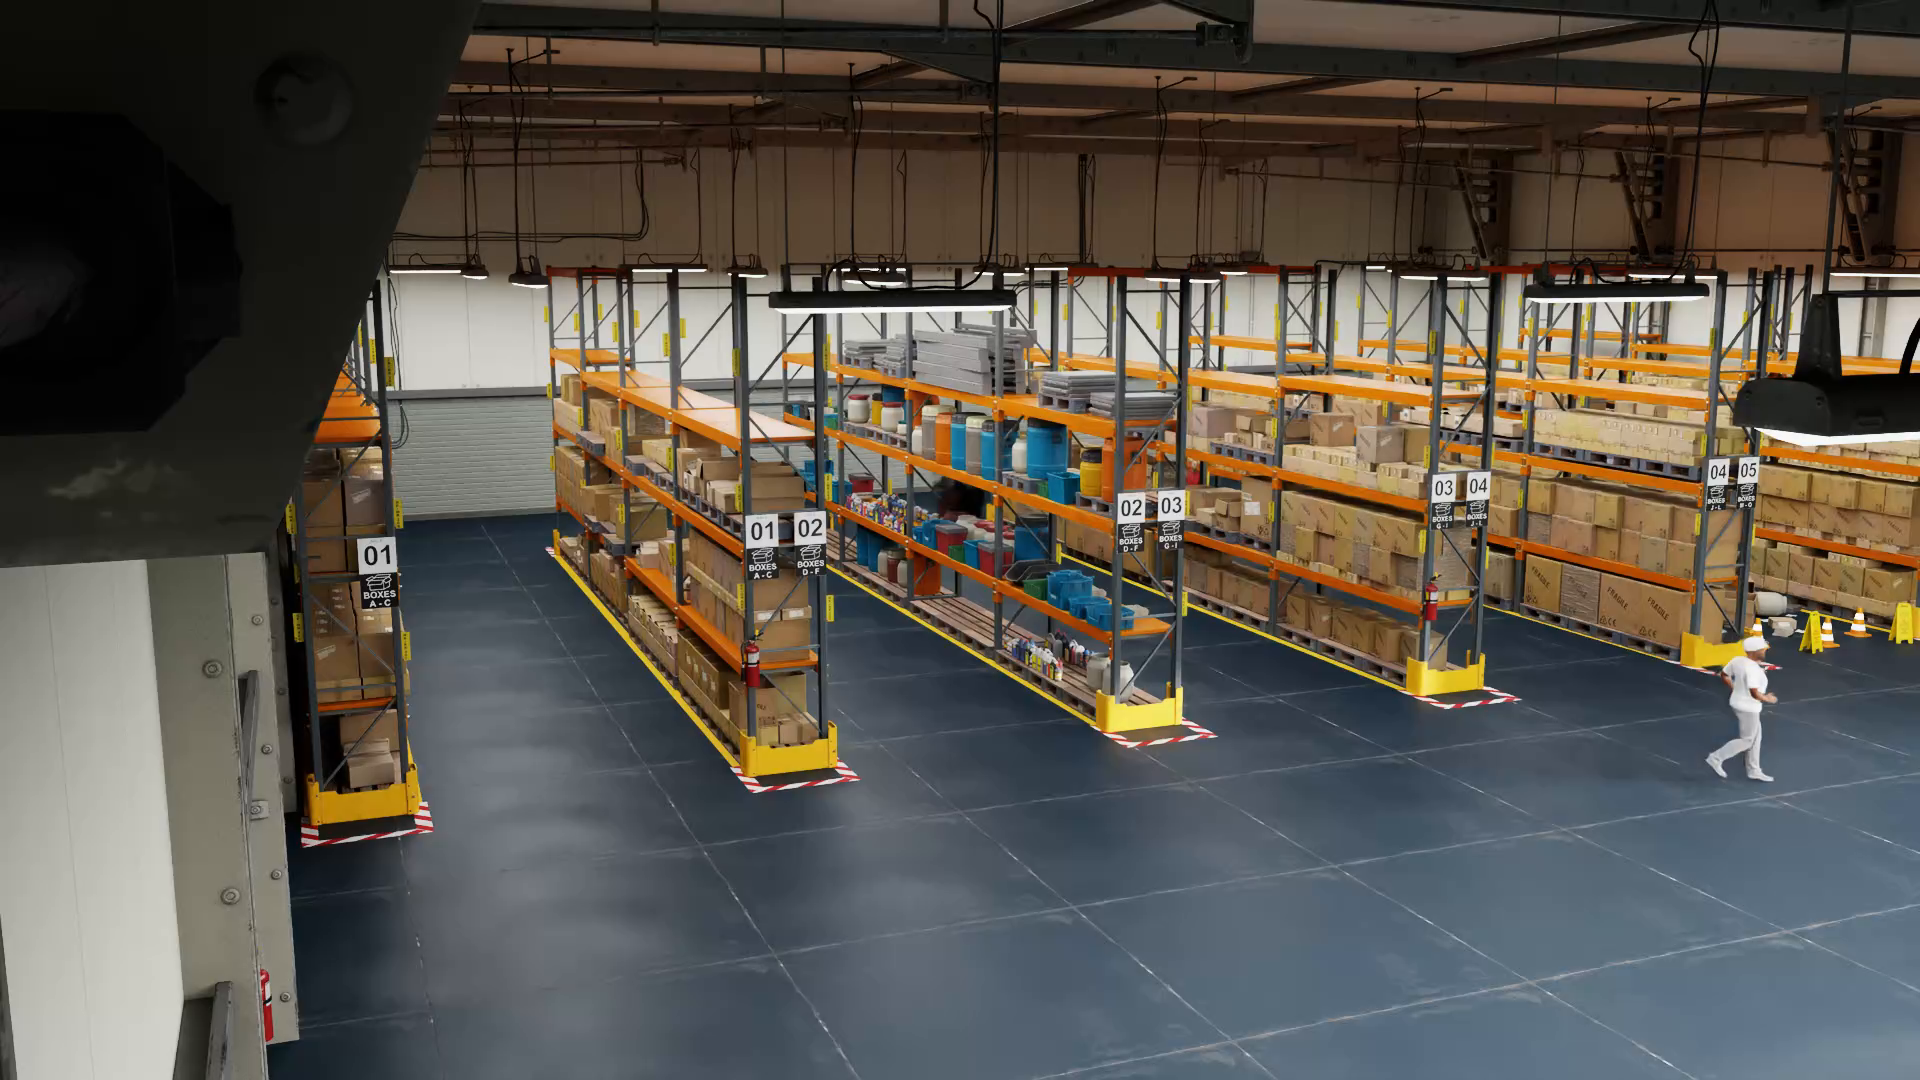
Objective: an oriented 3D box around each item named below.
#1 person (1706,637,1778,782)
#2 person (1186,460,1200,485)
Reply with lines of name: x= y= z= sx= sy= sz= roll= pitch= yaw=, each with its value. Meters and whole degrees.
person: x=9.401 y=2.030 z=19.947 sx=0.841 sy=1.776 sz=0.725 roll=1 pitch=10 yaw=6
person: x=5.219 y=-0.937 z=37.052 sx=0.648 sy=1.689 sz=0.640 roll=-4 pitch=11 yaw=-22
